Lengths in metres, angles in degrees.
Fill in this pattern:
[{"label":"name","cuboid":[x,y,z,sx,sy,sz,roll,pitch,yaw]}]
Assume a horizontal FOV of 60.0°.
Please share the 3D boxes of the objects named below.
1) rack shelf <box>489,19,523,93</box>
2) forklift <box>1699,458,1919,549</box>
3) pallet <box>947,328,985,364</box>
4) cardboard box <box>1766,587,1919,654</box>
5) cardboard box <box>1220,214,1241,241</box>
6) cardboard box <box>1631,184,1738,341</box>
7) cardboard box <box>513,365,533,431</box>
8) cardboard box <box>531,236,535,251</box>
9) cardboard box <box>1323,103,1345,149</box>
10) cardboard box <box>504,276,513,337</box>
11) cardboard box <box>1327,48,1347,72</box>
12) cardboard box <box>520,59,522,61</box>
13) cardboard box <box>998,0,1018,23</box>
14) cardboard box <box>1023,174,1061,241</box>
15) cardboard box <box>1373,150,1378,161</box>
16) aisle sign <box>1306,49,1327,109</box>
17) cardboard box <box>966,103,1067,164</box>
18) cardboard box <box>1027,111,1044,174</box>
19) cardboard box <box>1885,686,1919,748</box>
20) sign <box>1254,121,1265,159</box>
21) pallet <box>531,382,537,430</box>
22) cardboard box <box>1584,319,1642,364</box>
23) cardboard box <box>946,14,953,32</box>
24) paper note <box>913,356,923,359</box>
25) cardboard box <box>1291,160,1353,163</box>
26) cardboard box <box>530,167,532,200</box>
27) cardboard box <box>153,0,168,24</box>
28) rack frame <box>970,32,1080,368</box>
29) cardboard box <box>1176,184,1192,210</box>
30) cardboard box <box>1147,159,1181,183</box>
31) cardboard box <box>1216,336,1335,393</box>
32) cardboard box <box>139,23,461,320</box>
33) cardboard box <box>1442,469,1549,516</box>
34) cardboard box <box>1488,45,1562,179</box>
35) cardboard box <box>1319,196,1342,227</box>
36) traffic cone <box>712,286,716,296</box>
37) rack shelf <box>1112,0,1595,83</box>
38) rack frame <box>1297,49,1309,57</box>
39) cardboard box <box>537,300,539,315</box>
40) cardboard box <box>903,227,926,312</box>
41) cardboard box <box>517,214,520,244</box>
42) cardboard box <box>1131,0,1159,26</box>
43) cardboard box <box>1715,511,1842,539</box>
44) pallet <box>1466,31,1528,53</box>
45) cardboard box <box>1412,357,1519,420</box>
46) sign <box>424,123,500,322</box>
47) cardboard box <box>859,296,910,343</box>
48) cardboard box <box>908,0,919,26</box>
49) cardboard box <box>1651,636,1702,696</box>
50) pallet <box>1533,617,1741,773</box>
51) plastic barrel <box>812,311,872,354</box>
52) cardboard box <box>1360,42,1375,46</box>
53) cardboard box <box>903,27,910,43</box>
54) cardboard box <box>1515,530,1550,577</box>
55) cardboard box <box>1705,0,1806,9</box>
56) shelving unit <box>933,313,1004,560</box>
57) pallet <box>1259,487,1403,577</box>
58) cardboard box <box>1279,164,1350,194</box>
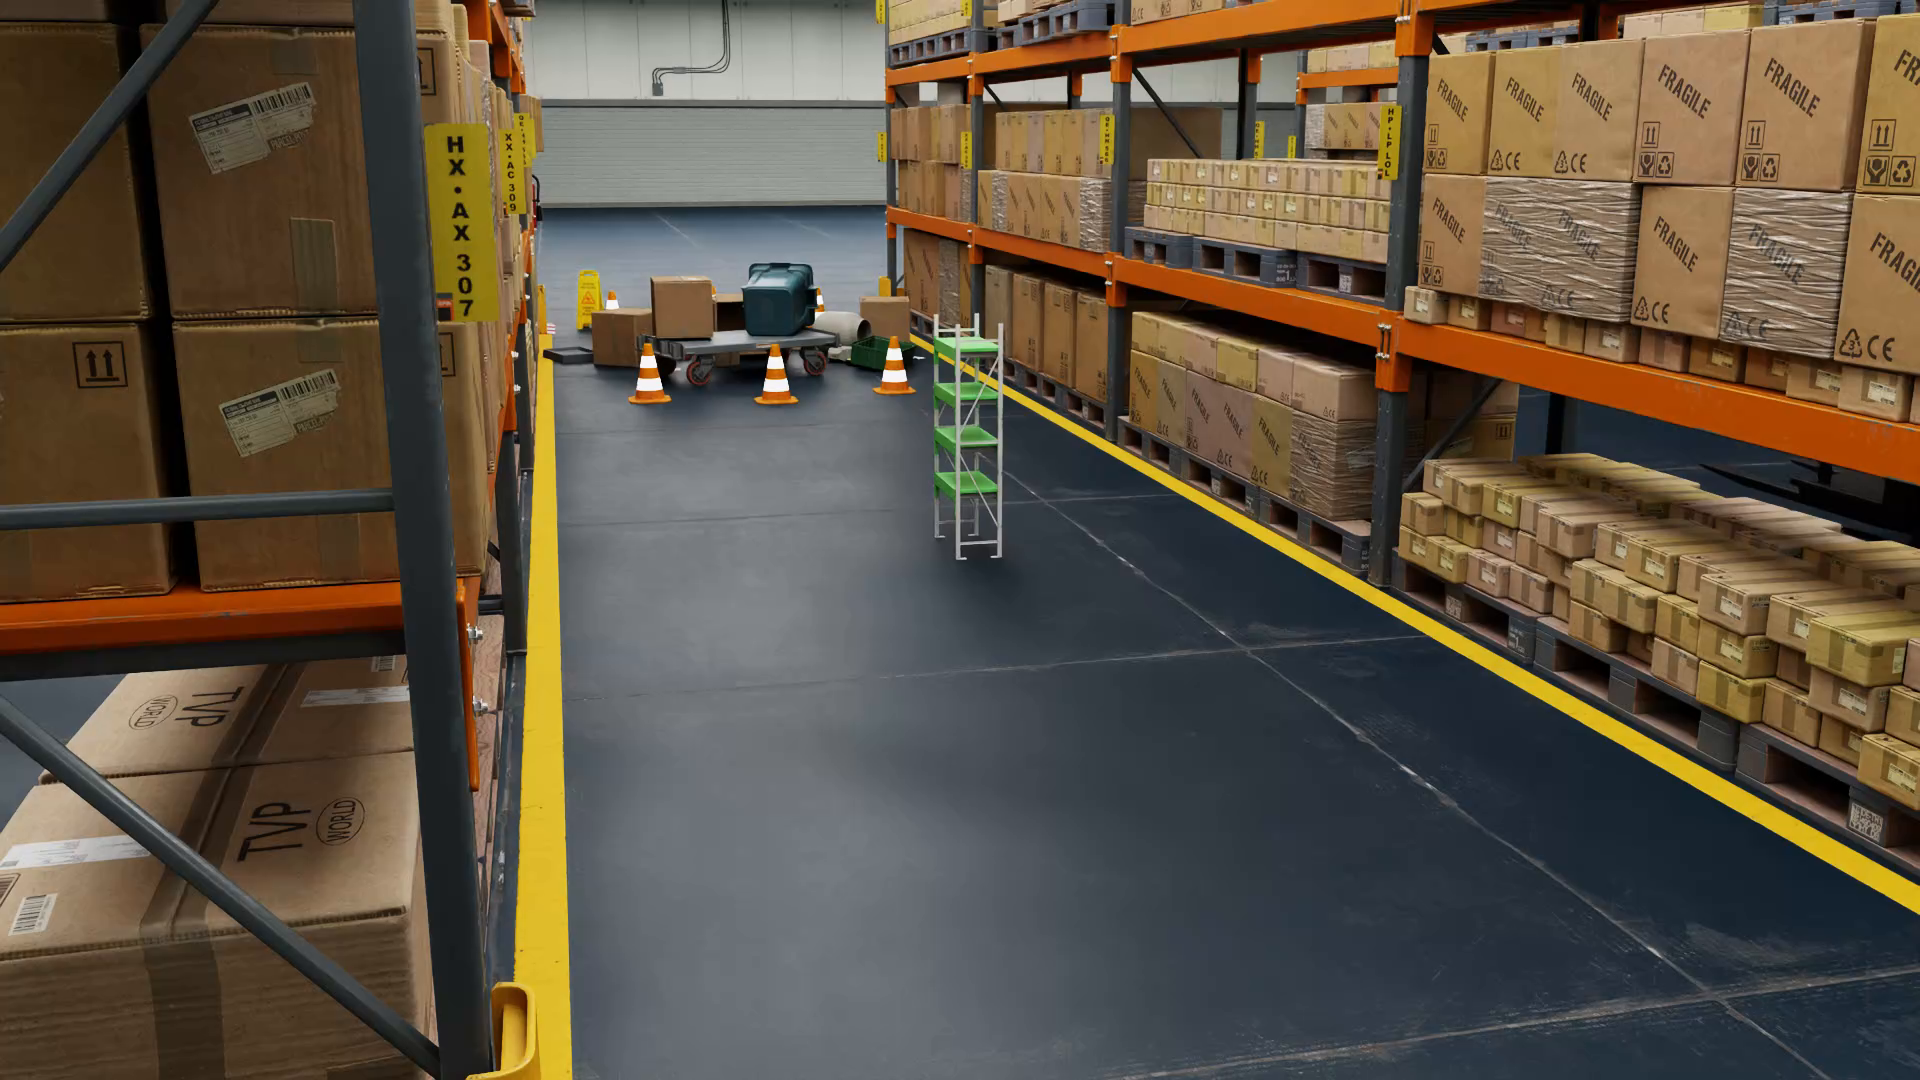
[{"label":"rack shelf","cuboid":[-3.721,-3.454,11.942,1.077,0.370,4.000,-3,14,-13]},{"label":"forklift","cuboid":[5.007,-1.327,8.184,1.130,2.935,3.031,-3,14,-11]},{"label":"pallet","cuboid":[0.494,-1.933,16.393,1.003,0.211,1.213,-3,14,-13]},{"label":"cardboard box","cuboid":[2.858,0.268,5.380,0.380,0.149,0.250,-4,14,-15]},{"label":"cardboard box","cuboid":[1.759,-1.846,9.809,0.380,0.149,0.250,-3,14,-12]},{"label":"cardboard box","cuboid":[2.708,-0.973,5.750,0.500,0.500,0.500,-3,14,-10]},{"label":"cardboard box","cuboid":[-3.374,-0.944,11.122,0.950,0.372,0.625,-4,14,-17]},{"label":"cardboard box","cuboid":[-4.481,-2.969,16.722,0.380,0.149,0.250,-3,14,-12]},{"label":"cardboard box","cuboid":[4.477,-4.704,18.918,0.500,0.500,0.500,-3,14,-13]},{"label":"cardboard box","cuboid":[-2.159,-1.006,7.040,0.500,0.250,0.500,-4,14,-14]},{"label":"cardboard box","cuboid":[4.492,-5.423,18.801,0.500,0.250,0.500,-4,14,-14]},{"label":"cardboard box","cuboid":[-4.371,-4.647,15.839,0.380,0.149,0.250,-3,14,-14]},{"label":"cardboard box","cuboid":[0.496,-4.599,14.297,0.258,0.266,0.396,-4,14,-14]},{"label":"cardboard box","cuboid":[0.812,-2.671,13.327,0.500,0.500,0.500,-3,14,-12]},{"label":"cardboard box","cuboid":[5.021,-4.006,18.165,0.875,0.500,0.500,-3,14,-13]},{"label":"aisle sign","cuboid":[4.196,-5.544,19.821,0.394,0.787,0.004,-3,14,-13]},{"label":"cardboard box","cuboid":[0.544,-3.792,15.536,0.875,0.550,0.550,-3,14,-13]},{"label":"cardboard box","cuboid":[0.960,-3.292,13.765,0.700,0.500,0.500,-3,14,-13]},{"label":"cardboard box","cuboid":[3.005,0.528,4.940,0.380,0.149,0.250,-4,14,-14]},{"label":"sign","cuboid":[2.062,-2.741,11.553,0.100,0.325,0.005,-3,14,-13]},{"label":"pallet","cuboid":[-3.717,-0.992,12.543,1.003,0.211,1.213,-3,14,-13]},{"label":"cardboard box","cuboid":[2.581,-0.755,6.227,0.380,0.149,0.250,-3,14,-11]},{"label":"cardboard box","cuboid":[0.079,-4.879,15.691,0.380,0.149,0.250,-3,14,-12]},{"label":"paper note","cuboid":[-0.441,-1.770,16.106,0.142,0.020,0.147,10,17,35]},{"label":"cardboard box","cuboid":[2.282,-2.288,10.364,0.380,0.149,0.250,-3,14,-12]},{"label":"cardboard box","cuboid":[-4.622,-3.698,16.907,0.500,0.500,0.500,-3,14,-13]},{"label":"cardboard box","cuboid":[-1.318,-1.043,3.192,0.380,0.149,0.250,-3,14,-12]},{"label":"rack frame","cuboid":[0.597,-3.107,15.326,1.000,3.000,0.127,-3,14,-13]},{"label":"cardboard box","cuboid":[1.586,-2.165,10.484,0.380,0.149,0.250,-4,14,-15]},{"label":"cardboard box","cuboid":[1.458,-2.437,10.973,0.380,0.149,0.250,-3,14,-13]},{"label":"cardboard box","cuboid":[1.809,-1.014,9.559,0.500,0.250,0.500,-4,14,-16]},{"label":"cardboard box","cuboid":[-1.208,-0.701,3.158,0.500,0.500,0.500,-4,14,-14]},{"label":"cardboard box","cuboid":[2.362,-0.212,7.343,0.380,0.149,0.250,-3,14,-10]},{"label":"cardboard box","cuboid":[2.481,-1.704,6.638,0.500,0.500,0.500,-4,14,-15]},{"label":"cardboard box","cuboid":[2.072,-1.687,8.530,0.380,0.149,0.250,-3,14,-11]},{"label":"traffic cone","cuboid":[-2.776,-2.612,18.642,0.336,0.463,0.334,-3,14,-13]},{"label":"rack shelf","cuboid":[2.006,-2.831,9.390,1.077,0.370,4.000,-3,14,-13]},{"label":"rack frame","cuboid":[4.503,-7.198,19.427,1.000,3.000,0.127,-3,14,-13]},{"label":"cardboard box","cuboid":[-4.673,-2.422,17.430,0.500,0.250,0.500,-3,14,-13]},{"label":"cardboard box","cuboid":[-0.119,-3.049,18.680,0.875,0.875,0.875,-3,14,-13]},{"label":"cardboard box","cuboid":[-2.627,-1.723,8.921,0.500,0.250,0.500,-4,14,-15]},{"label":"cardboard box","cuboid":[1.412,-3.544,10.581,0.500,0.500,0.500,-3,14,-13]},{"label":"cardboard box","cuboid":[3.190,-0.006,6.498,0.380,0.149,0.250,-4,14,-15]},{"label":"pallet","cuboid":[5.483,-4.578,15.421,1.213,0.211,1.003,-3,14,-13]},{"label":"cardboard box","cuboid":[2.559,-0.801,8.688,0.500,0.250,0.500,-4,14,-16]},{"label":"sign","cuboid":[-0.832,-0.528,2.779,0.100,0.325,0.005,-3,14,-13]},{"label":"cardboard box","cuboid":[-0.765,-2.195,16.854,0.500,0.500,0.500,-1,14,-3]},{"label":"cardboard box","cuboid":[-0.239,-5.452,17.198,0.500,0.250,0.500,-3,14,-14]},{"label":"cardboard box","cuboid":[2.716,0.437,5.941,0.380,0.149,0.250,-3,14,-12]},{"label":"pallet","cuboid":[2.958,0.528,6.322,1.003,0.211,1.213,-3,14,-13]},{"label":"plastic barrel","cuboid":[-1.161,-2.032,16.353,0.512,0.421,0.421,7,15,26]},{"label":"cardboard box","cuboid":[4.615,-5.483,18.205,0.380,0.149,0.250,-4,14,-16]},{"label":"cardboard box","cuboid":[-0.395,-5.346,17.602,0.380,0.149,0.250,-3,14,-13]},{"label":"cardboard box","cuboid":[2.549,0.046,6.914,0.380,0.149,0.250,-4,14,-16]},{"label":"cardboard box","cuboid":[6.026,-4.282,12.551,0.500,0.500,0.500,-3,14,-12]},{"label":"shelving unit","cuboid":[0.039,-0.545,8.628,0.258,1.200,0.503,-3,14,-13]},{"label":"pallet","cuboid":[2.292,-0.087,8.837,1.003,0.211,1.213,-3,14,-13]},{"label":"cardboard box","cuboid":[1.953,-1.954,8.994,0.380,0.149,0.250,-4,14,-15]}]
